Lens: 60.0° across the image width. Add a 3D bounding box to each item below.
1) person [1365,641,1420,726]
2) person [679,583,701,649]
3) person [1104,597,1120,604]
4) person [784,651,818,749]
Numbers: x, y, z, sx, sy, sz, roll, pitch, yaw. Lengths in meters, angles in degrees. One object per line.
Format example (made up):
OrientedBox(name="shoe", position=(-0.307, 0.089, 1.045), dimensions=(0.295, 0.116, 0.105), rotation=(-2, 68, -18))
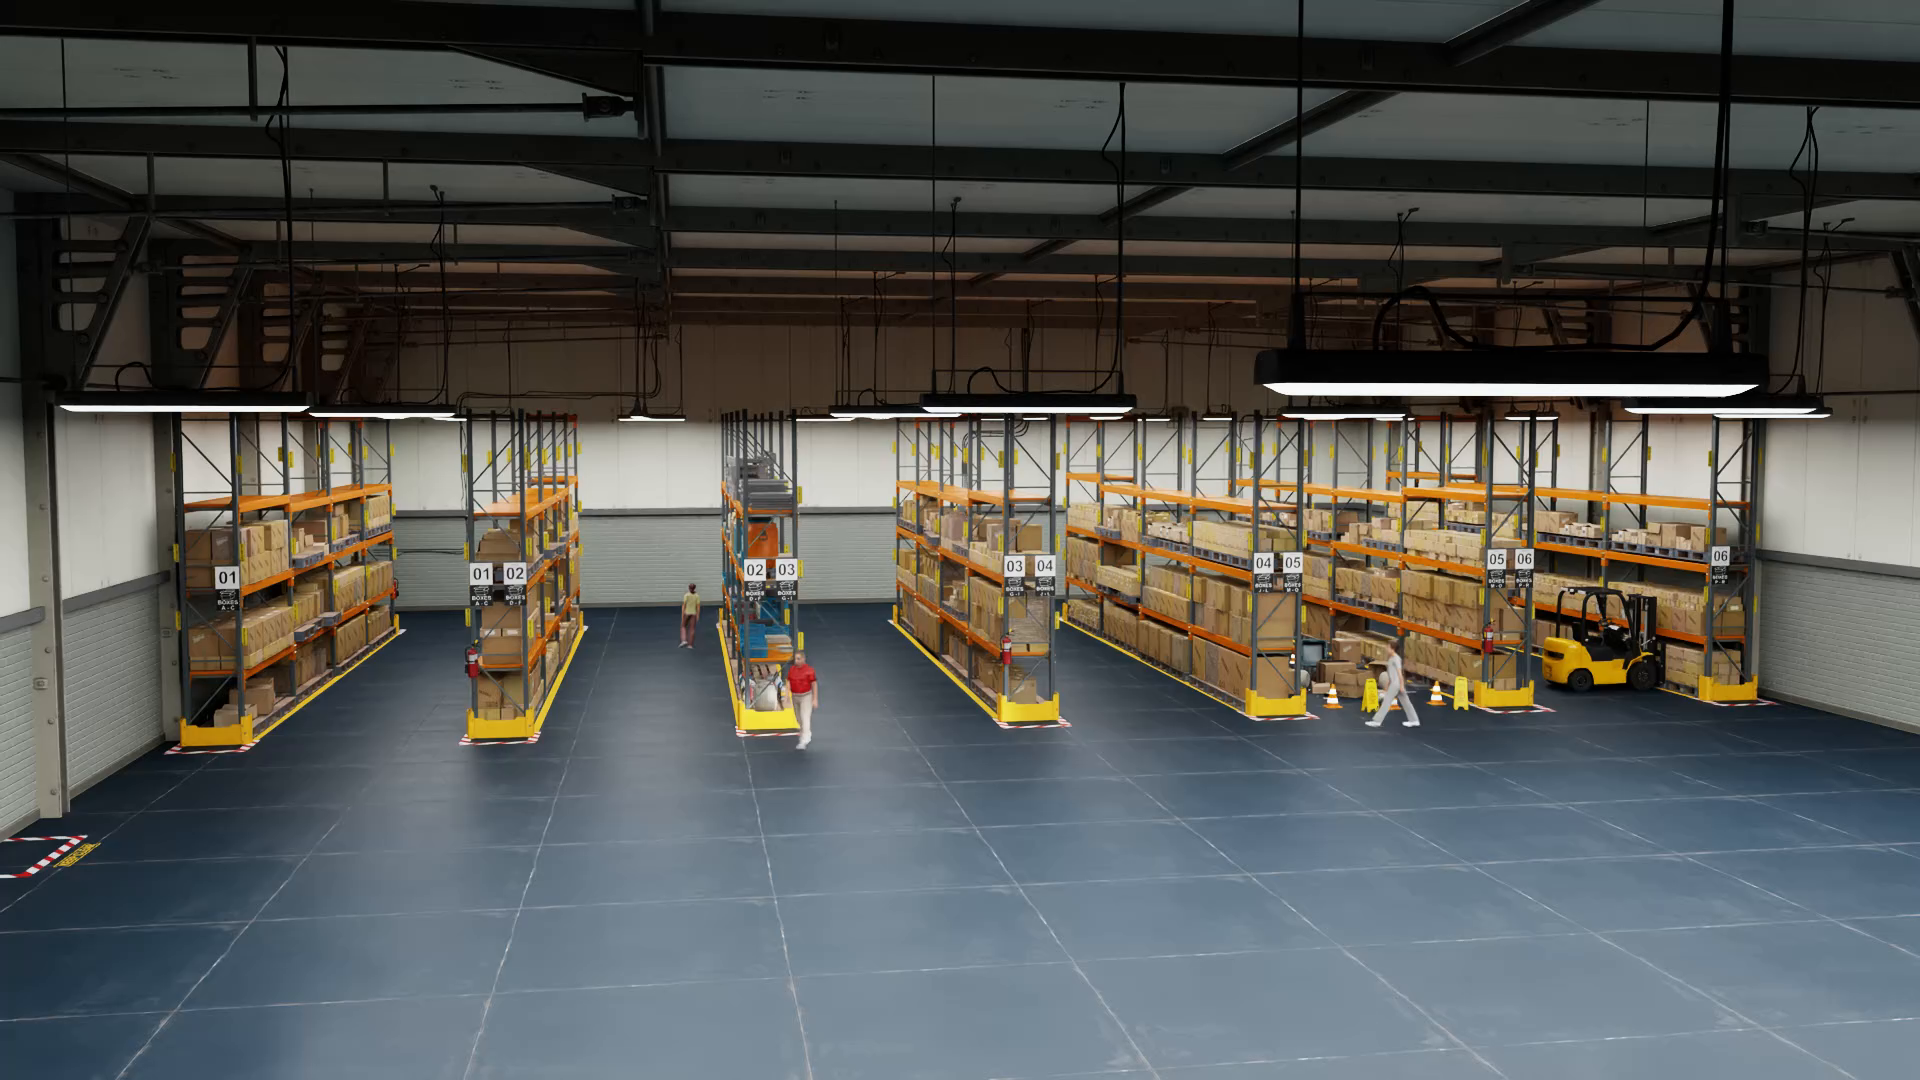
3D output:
OrientedBox(name="person", position=(8.158, 2.707, 31.338), dimensions=(1.022, 1.598, 0.490), rotation=(1, 4, 8))
OrientedBox(name="person", position=(-6.887, 1.928, 42.335), dimensions=(0.574, 1.673, 0.407), rotation=(-1, 4, -14))
OrientedBox(name="person", position=(4.430, 1.381, 49.857), dimensions=(1.015, 1.731, 0.538), rotation=(-1, 4, -10))
OrientedBox(name="person", position=(-2.814, 2.820, 29.398), dimensions=(0.588, 1.710, 0.798), rotation=(2, 5, 31))
